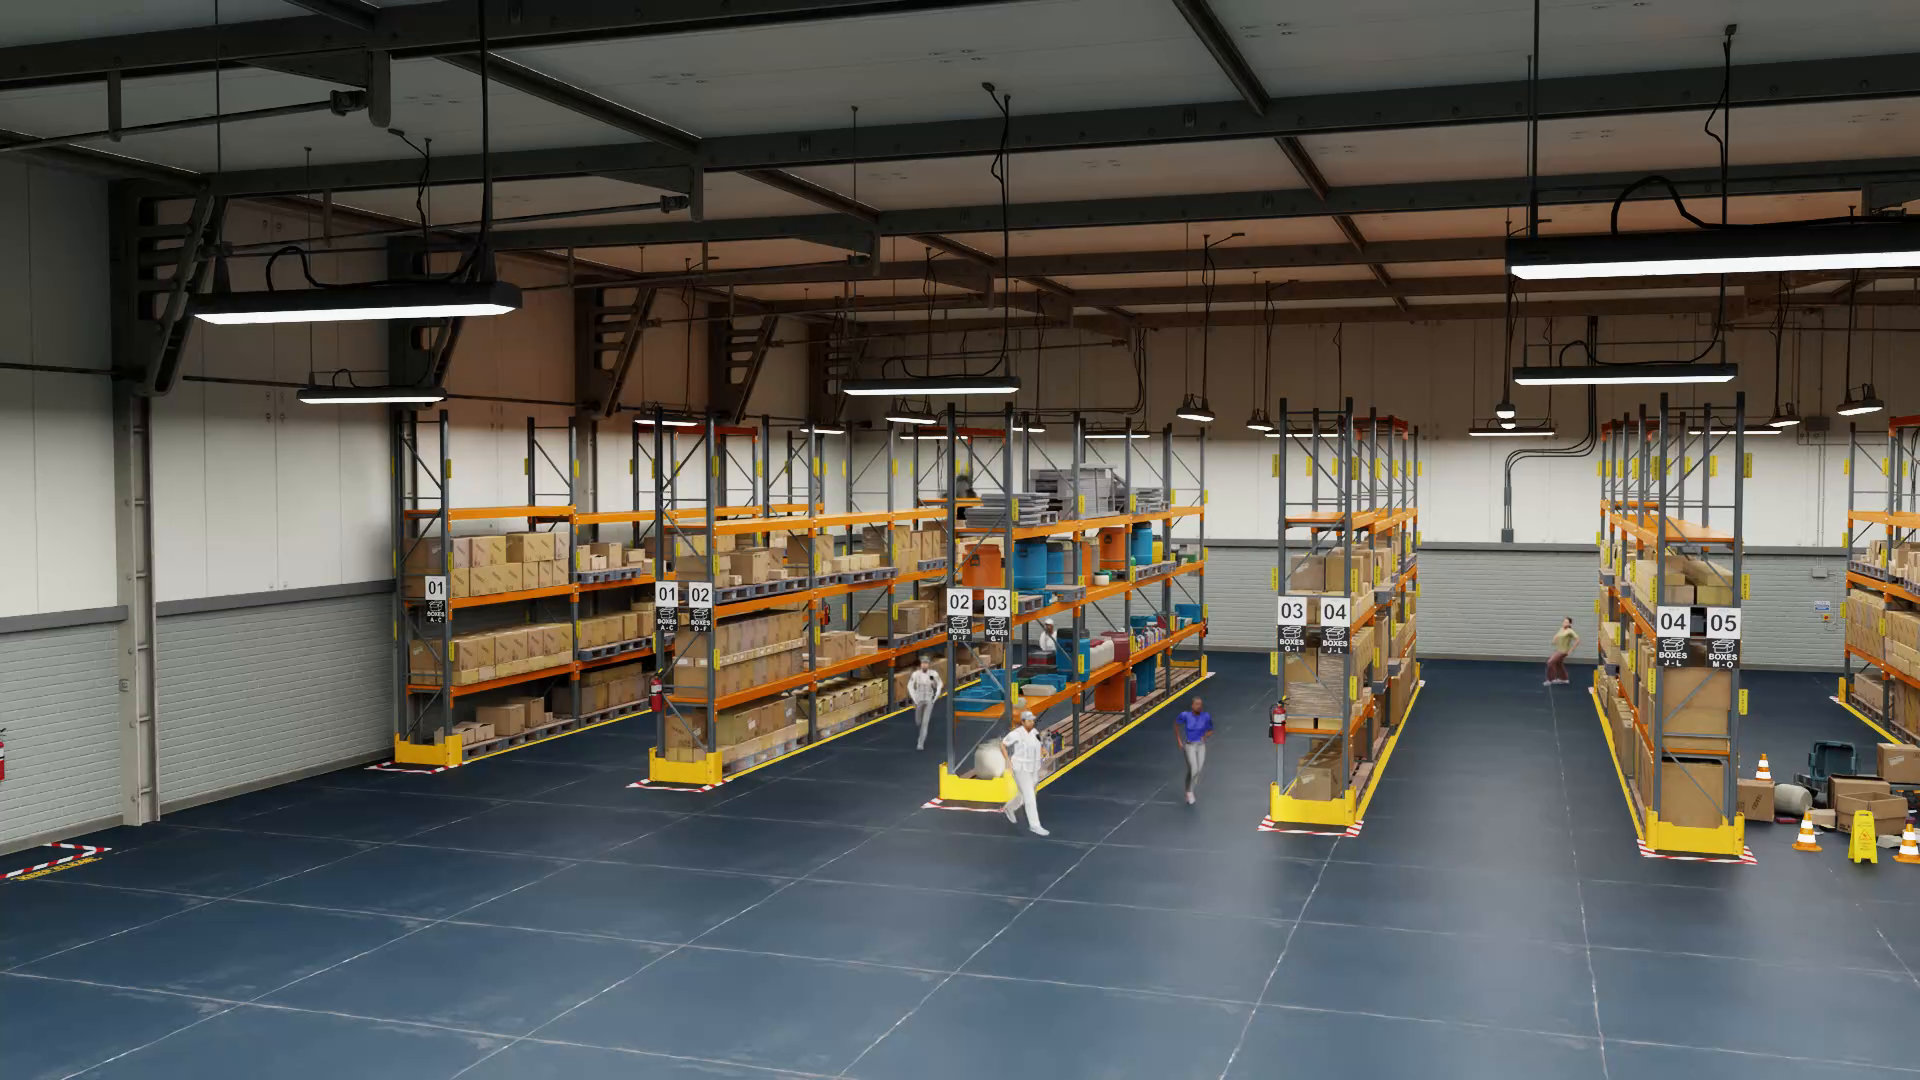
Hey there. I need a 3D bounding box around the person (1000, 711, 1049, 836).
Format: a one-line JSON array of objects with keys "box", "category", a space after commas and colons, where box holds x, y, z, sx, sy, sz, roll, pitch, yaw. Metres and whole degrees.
[{"box": [0.893, 3.167, 22.863, 0.605, 1.655, 0.917, -2, 3, -44], "category": "person"}]

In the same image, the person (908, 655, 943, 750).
[{"box": [-0.626, 2.898, 29.985, 0.644, 1.674, 0.729, 0, 2, 3], "category": "person"}]

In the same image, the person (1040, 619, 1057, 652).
[{"box": [1.960, 2.582, 35.494, 0.661, 1.805, 0.924, 1, 3, 28], "category": "person"}]

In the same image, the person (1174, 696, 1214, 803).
[{"box": [3.499, 3.125, 24.762, 0.541, 1.616, 0.717, 0, 2, -9], "category": "person"}]

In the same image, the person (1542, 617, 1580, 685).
[{"box": [13.853, 2.571, 38.402, 0.699, 1.622, 0.702, 0, 2, 2], "category": "person"}]
